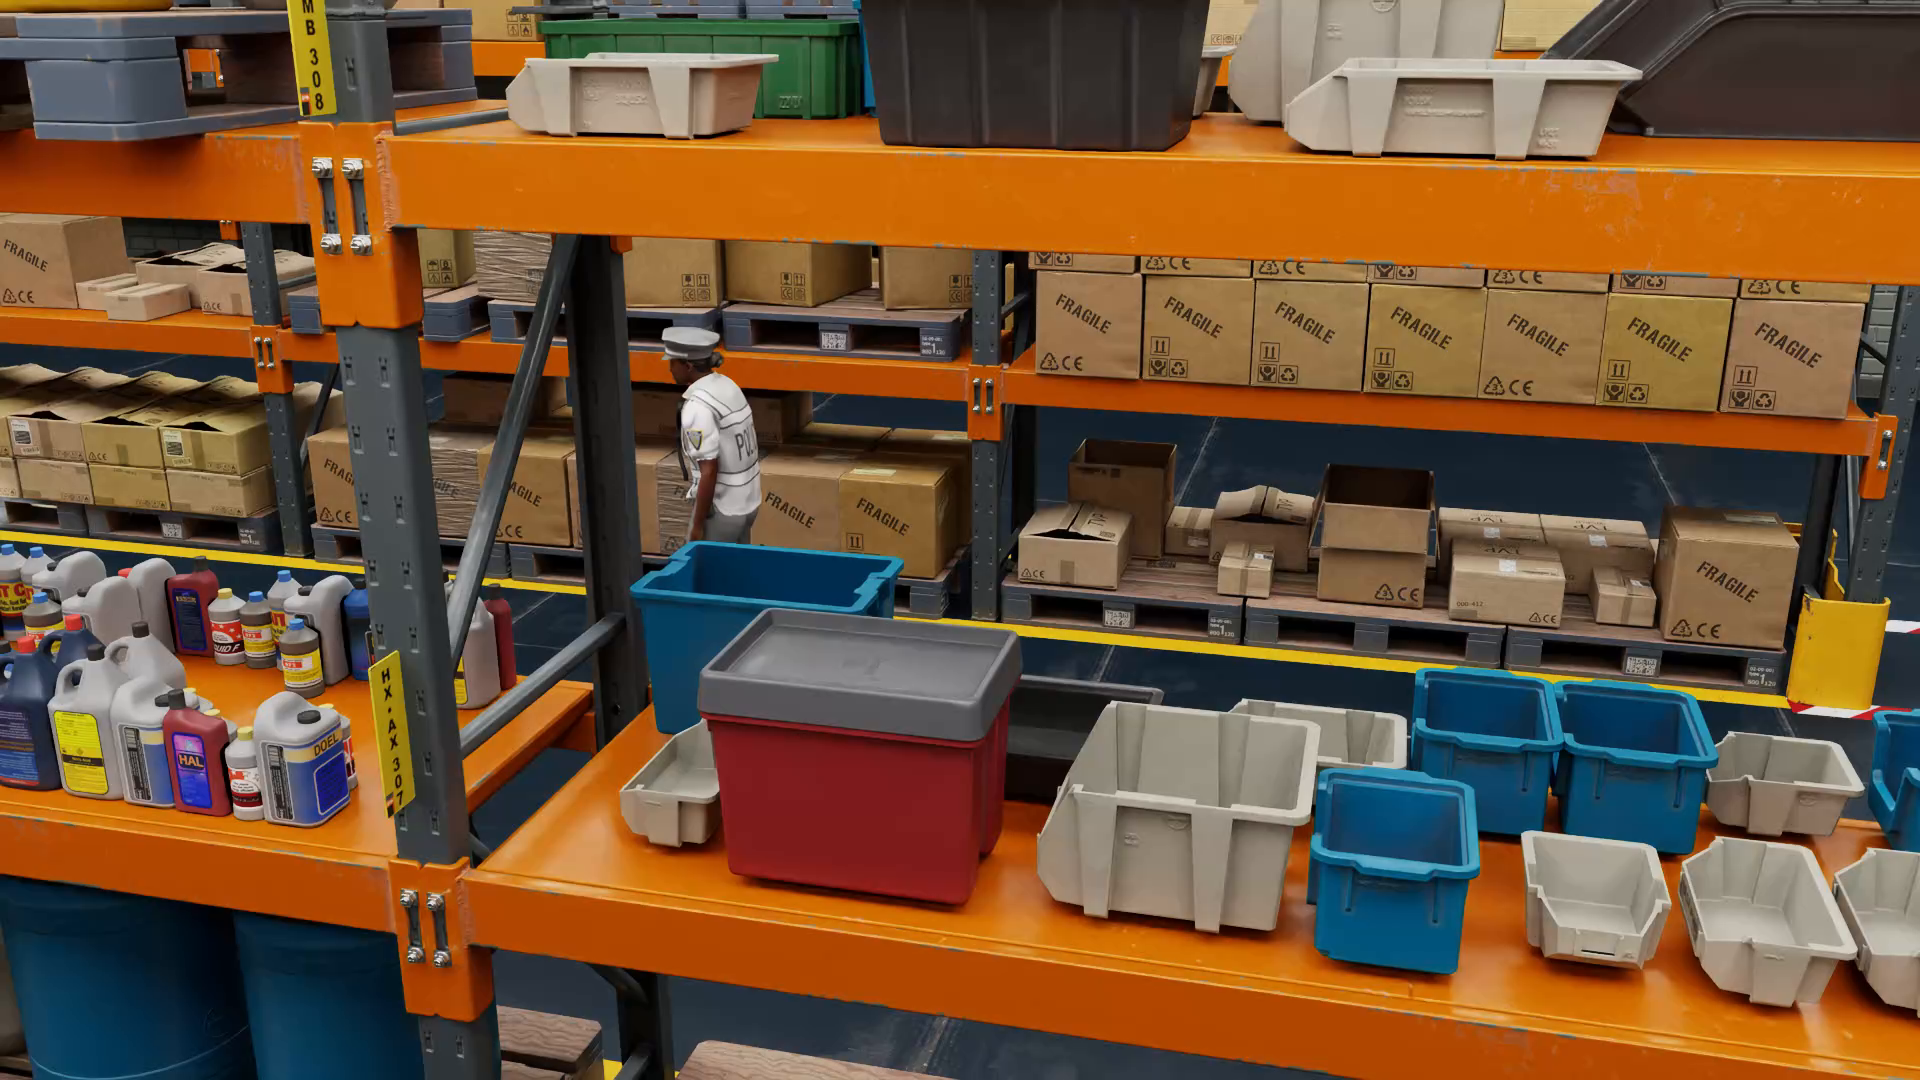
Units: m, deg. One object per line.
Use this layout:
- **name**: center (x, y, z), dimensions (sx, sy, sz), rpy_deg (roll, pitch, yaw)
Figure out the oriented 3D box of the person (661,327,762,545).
- **person**: center (-1.097, -0.133, 7.464), dimensions (0.397, 1.656, 0.518), rpy_deg (4, 19, 11)
